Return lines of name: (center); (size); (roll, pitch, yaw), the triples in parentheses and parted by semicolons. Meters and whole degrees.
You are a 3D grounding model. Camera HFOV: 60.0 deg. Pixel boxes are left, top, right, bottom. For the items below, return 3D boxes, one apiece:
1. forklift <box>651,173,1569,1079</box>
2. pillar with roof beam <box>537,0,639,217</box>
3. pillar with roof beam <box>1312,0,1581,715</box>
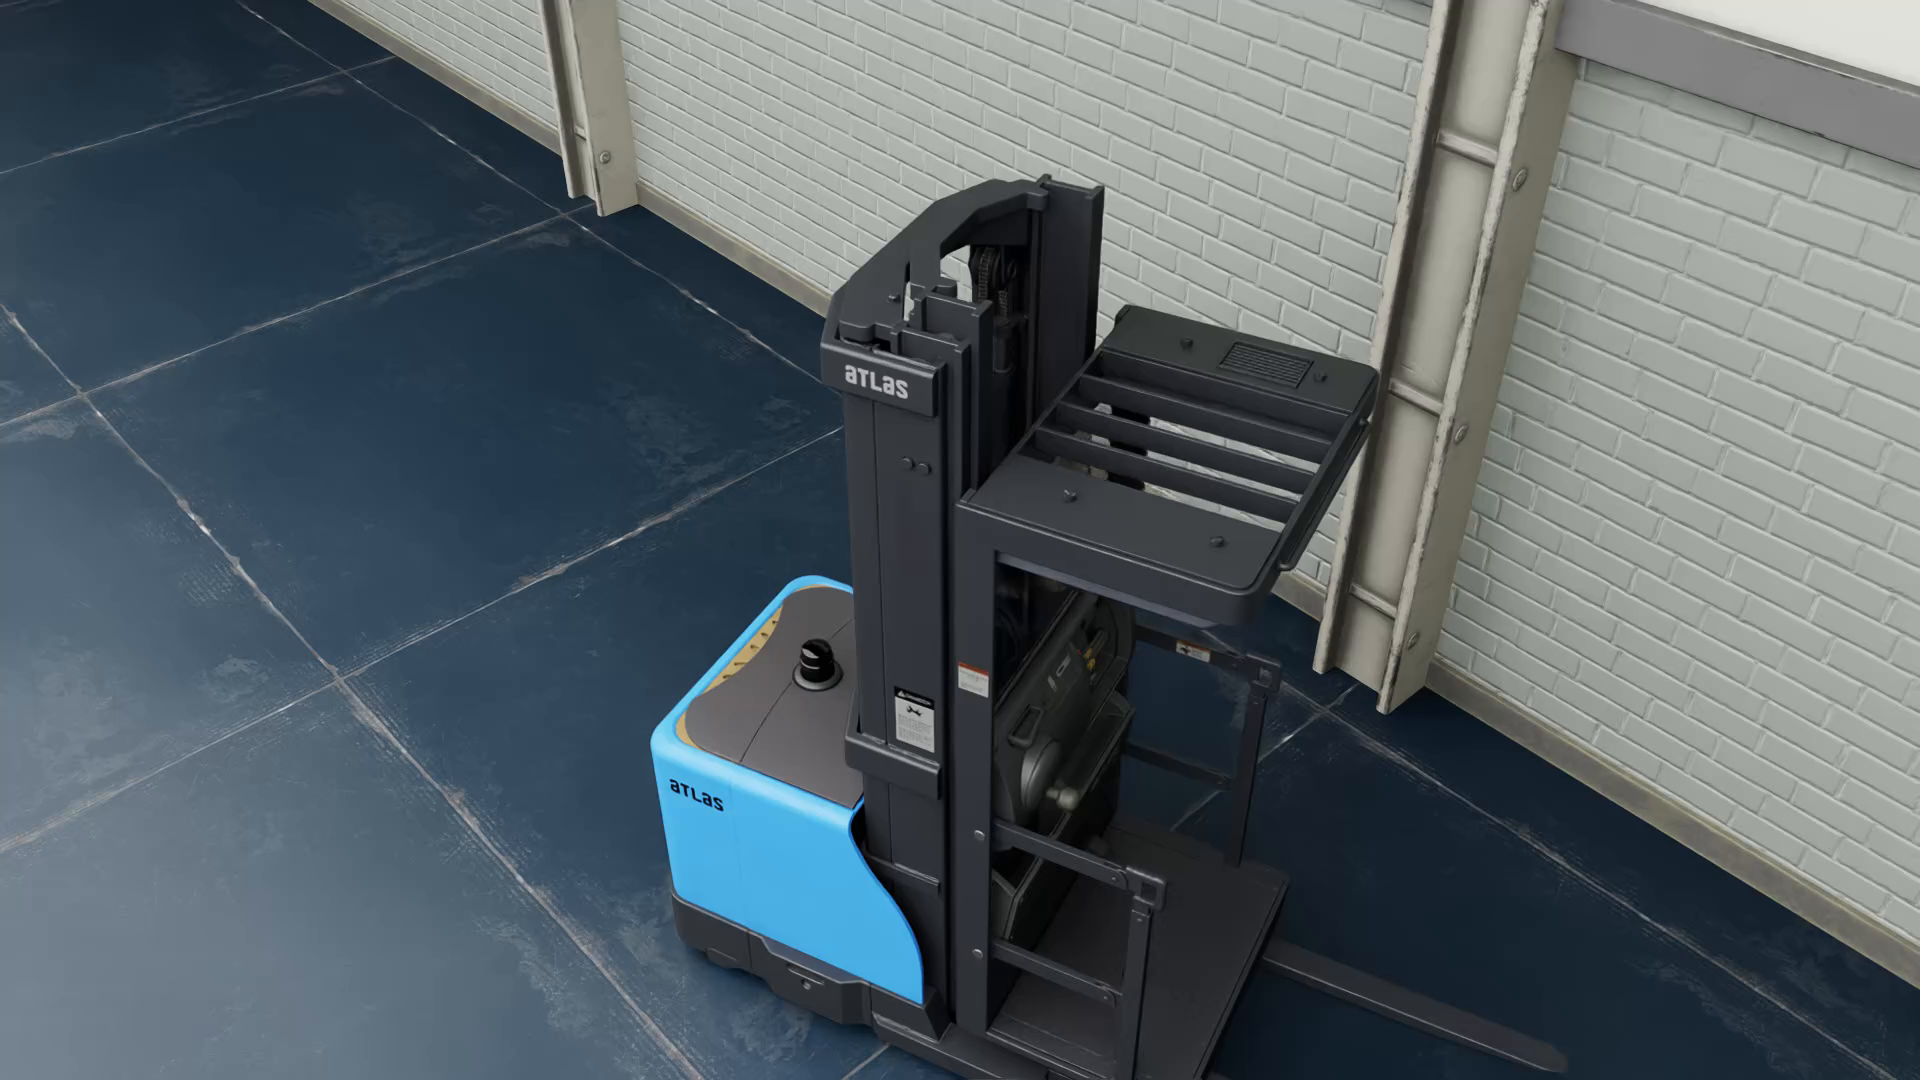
forklift: (0.511, 0.496, 5.011); (3.031, 2.935, 1.130); (18, 42, 21)
pillar with roof beam: (-5.446, -3.862, 5.578); (9.100, 9.000, 0.400); (-30, 48, -32)
pillar with roof beam: (-1.388, -1.085, 2.140); (9.100, 9.000, 0.400); (-30, 48, -32)
